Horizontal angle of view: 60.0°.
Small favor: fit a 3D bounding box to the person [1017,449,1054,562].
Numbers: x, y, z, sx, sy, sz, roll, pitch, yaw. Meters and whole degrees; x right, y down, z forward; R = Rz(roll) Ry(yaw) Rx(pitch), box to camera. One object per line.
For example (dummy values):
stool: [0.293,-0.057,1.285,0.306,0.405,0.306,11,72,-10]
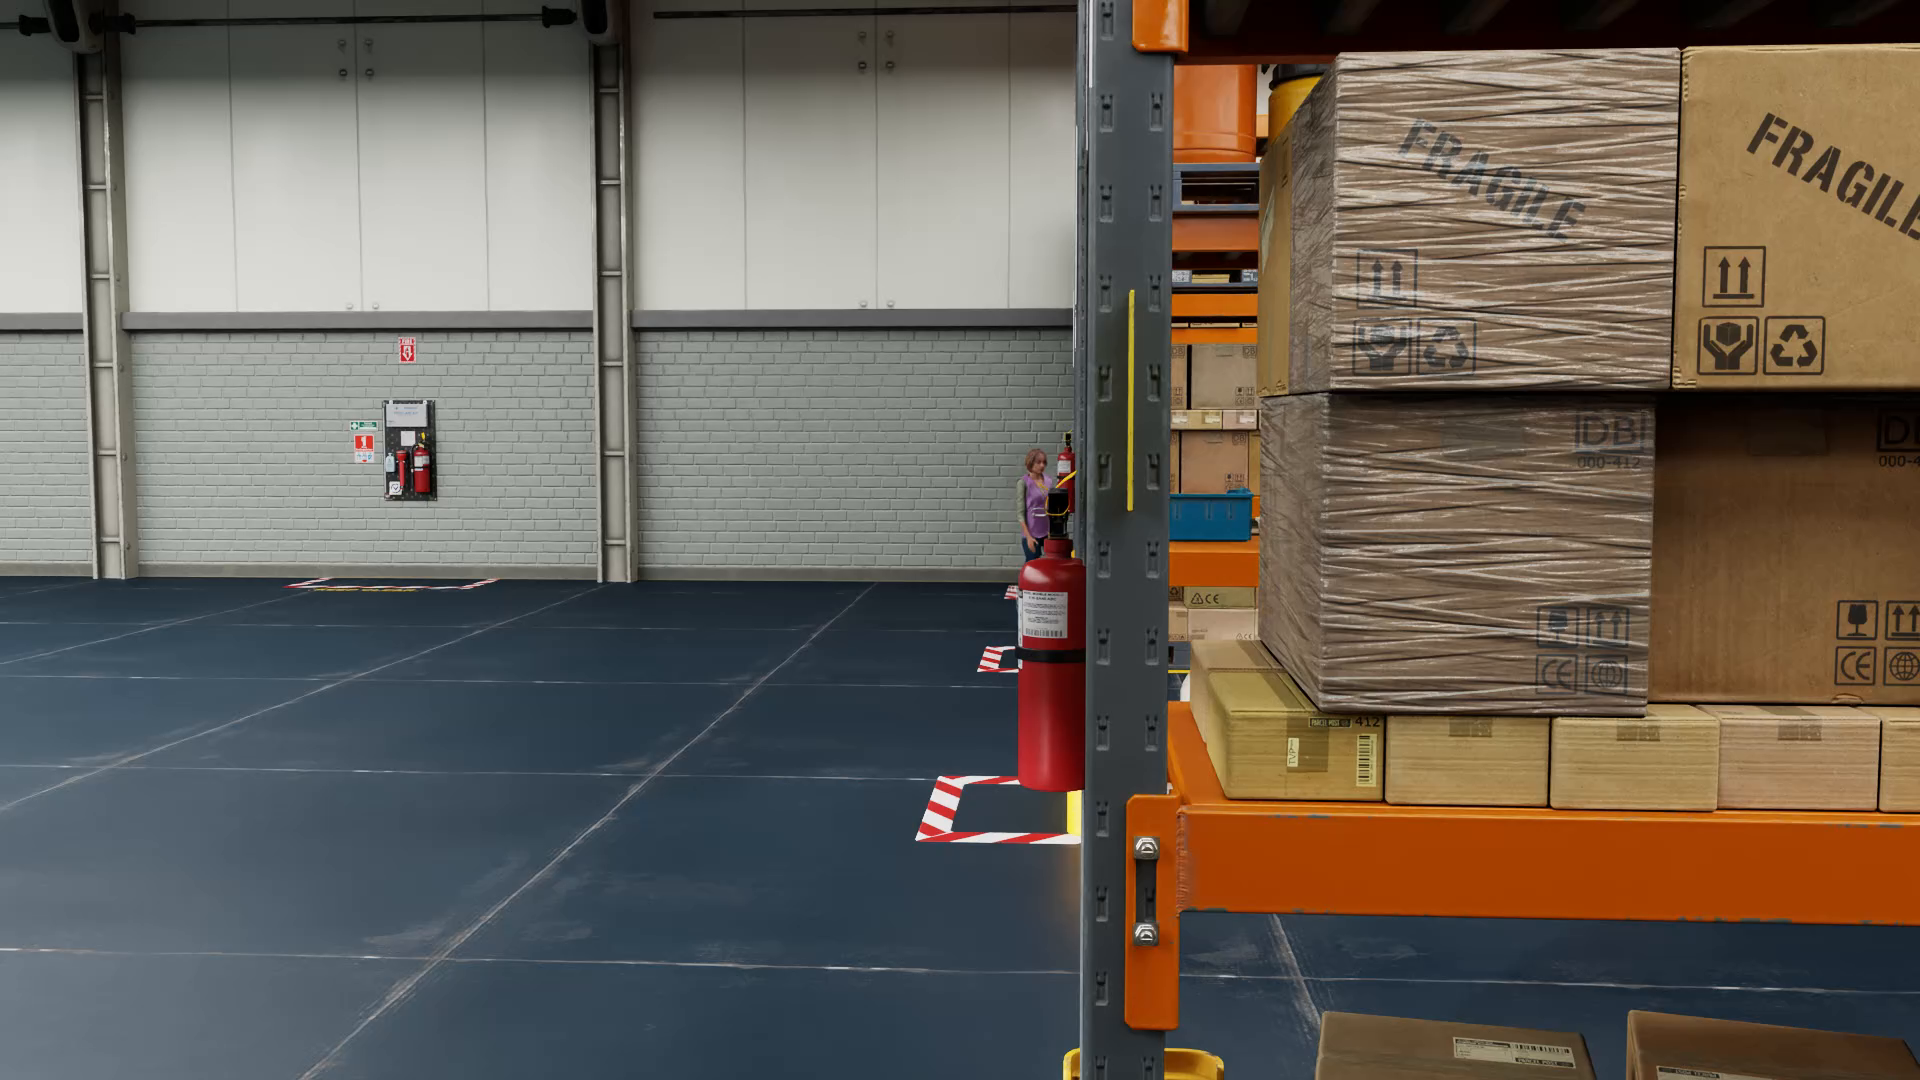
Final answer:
person: [0.726,-0.019,14.895,0.472,1.599,0.444,-2,5,-21]
